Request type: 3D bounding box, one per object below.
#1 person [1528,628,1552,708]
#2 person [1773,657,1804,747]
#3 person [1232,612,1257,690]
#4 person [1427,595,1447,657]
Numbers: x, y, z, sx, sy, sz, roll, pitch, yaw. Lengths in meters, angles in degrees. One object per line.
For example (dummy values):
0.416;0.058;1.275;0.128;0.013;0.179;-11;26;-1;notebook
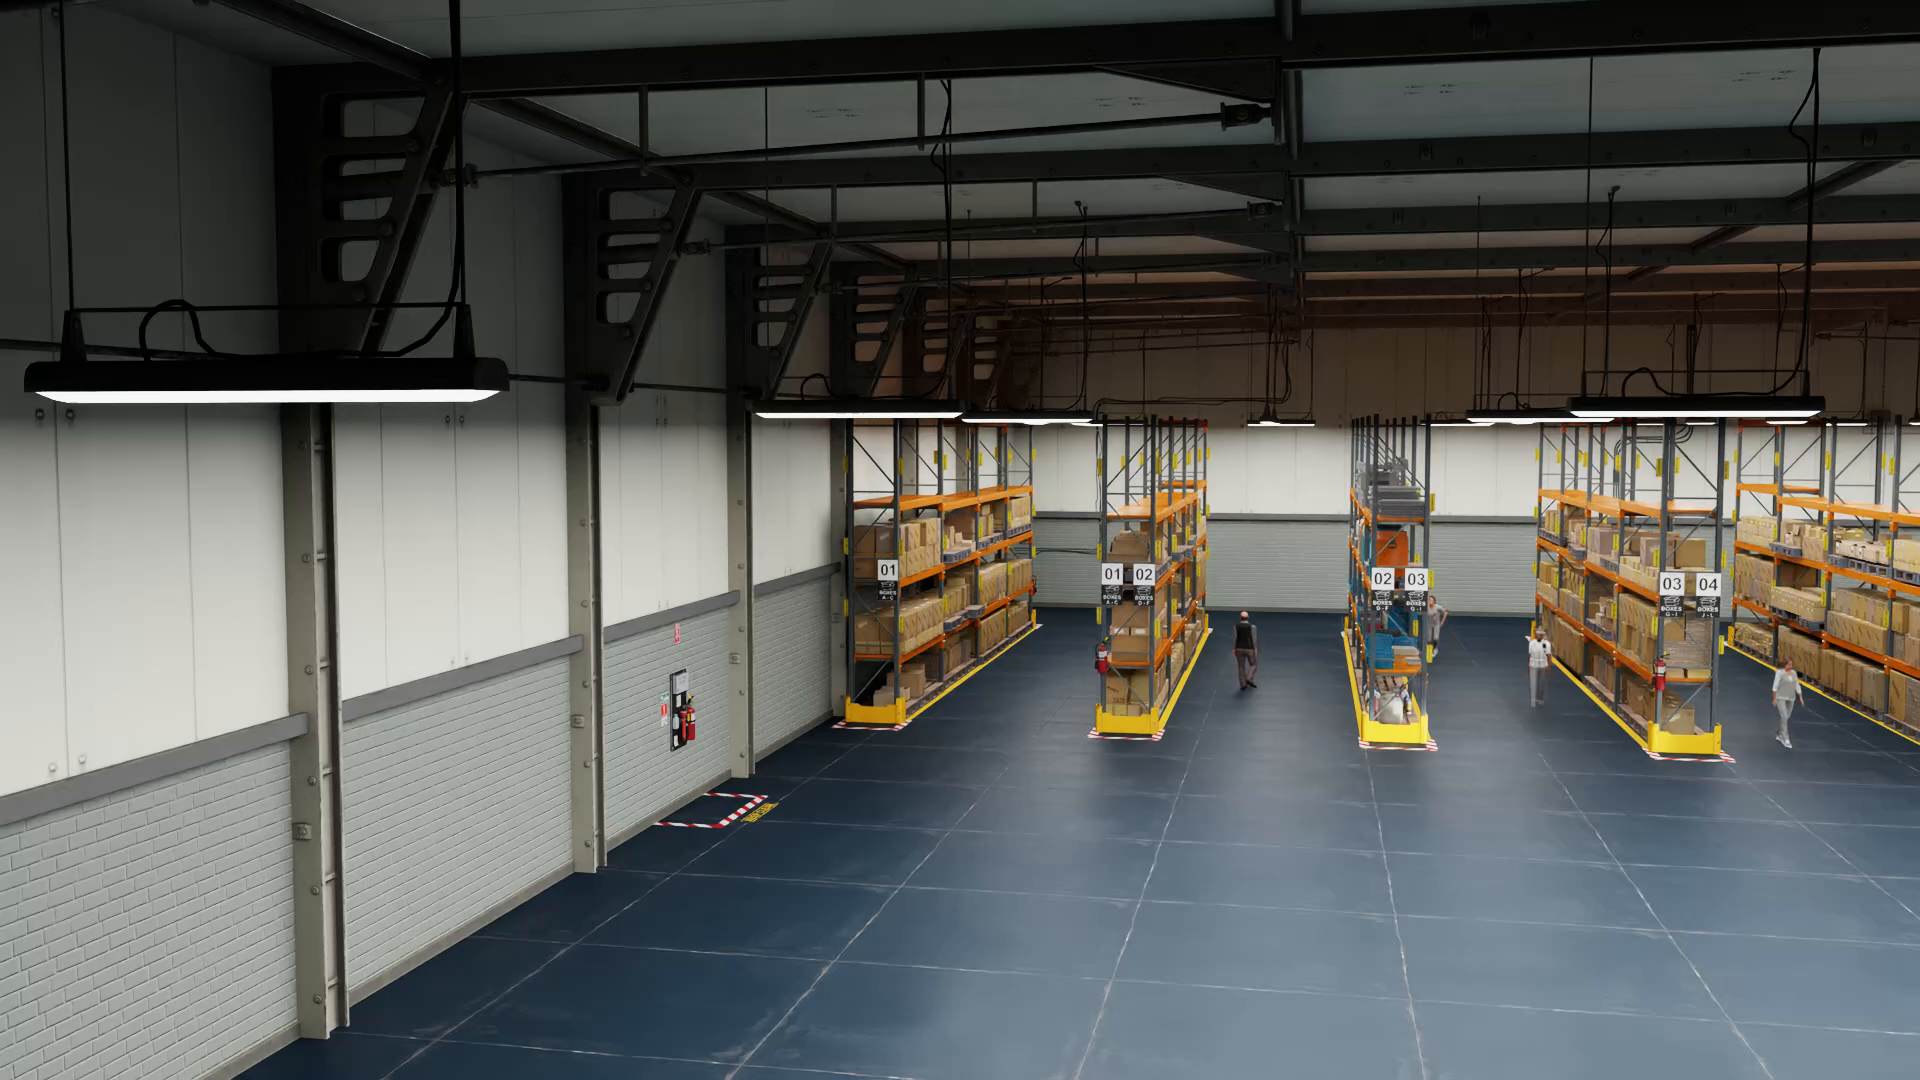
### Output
11.901;2.612;34.122;0.457;1.633;0.971;1;4;19;person
15.025;2.920;30.208;0.459;1.610;0.618;0;4;-7;person
6.252;2.435;36.519;0.571;1.721;0.506;1;4;17;person
11.902;2.160;41.704;0.615;1.580;0.681;1;4;21;person
